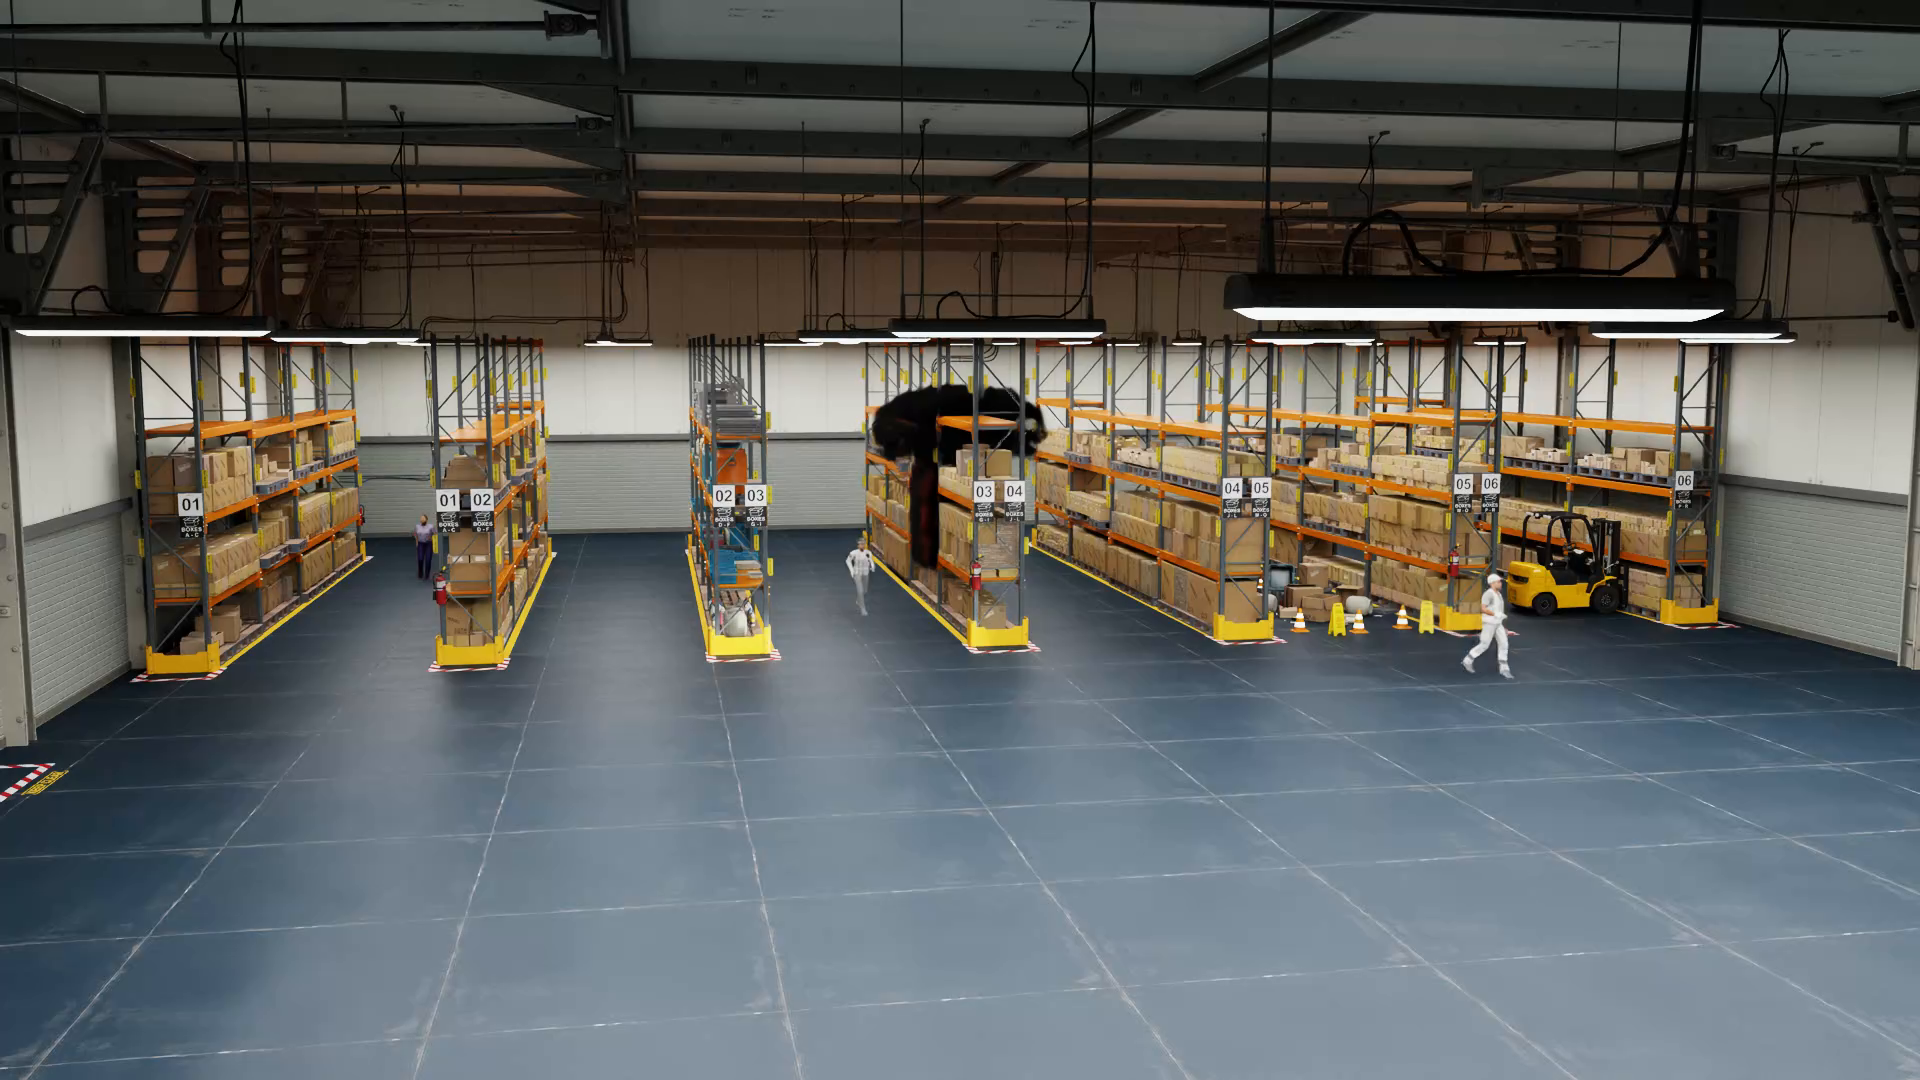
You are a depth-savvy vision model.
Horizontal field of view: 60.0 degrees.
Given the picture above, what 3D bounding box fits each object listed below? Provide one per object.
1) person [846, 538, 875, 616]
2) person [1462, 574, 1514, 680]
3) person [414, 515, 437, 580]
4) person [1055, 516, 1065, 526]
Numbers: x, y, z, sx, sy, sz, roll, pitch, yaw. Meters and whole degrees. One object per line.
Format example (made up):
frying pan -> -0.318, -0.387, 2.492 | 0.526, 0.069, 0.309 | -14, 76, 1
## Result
person -> -2.174, 0.761, 36.217 | 0.600, 1.678, 0.843 | -2, 7, -20
person -> 9.329, 1.494, 29.132 | 0.698, 1.800, 0.945 | -6, 9, -45
person -> -13.310, 0.182, 41.399 | 0.581, 1.637, 0.638 | -1, 7, -12
person -> 3.155, -0.819, 50.135 | 0.548, 1.628, 0.580 | -3, 7, -22
